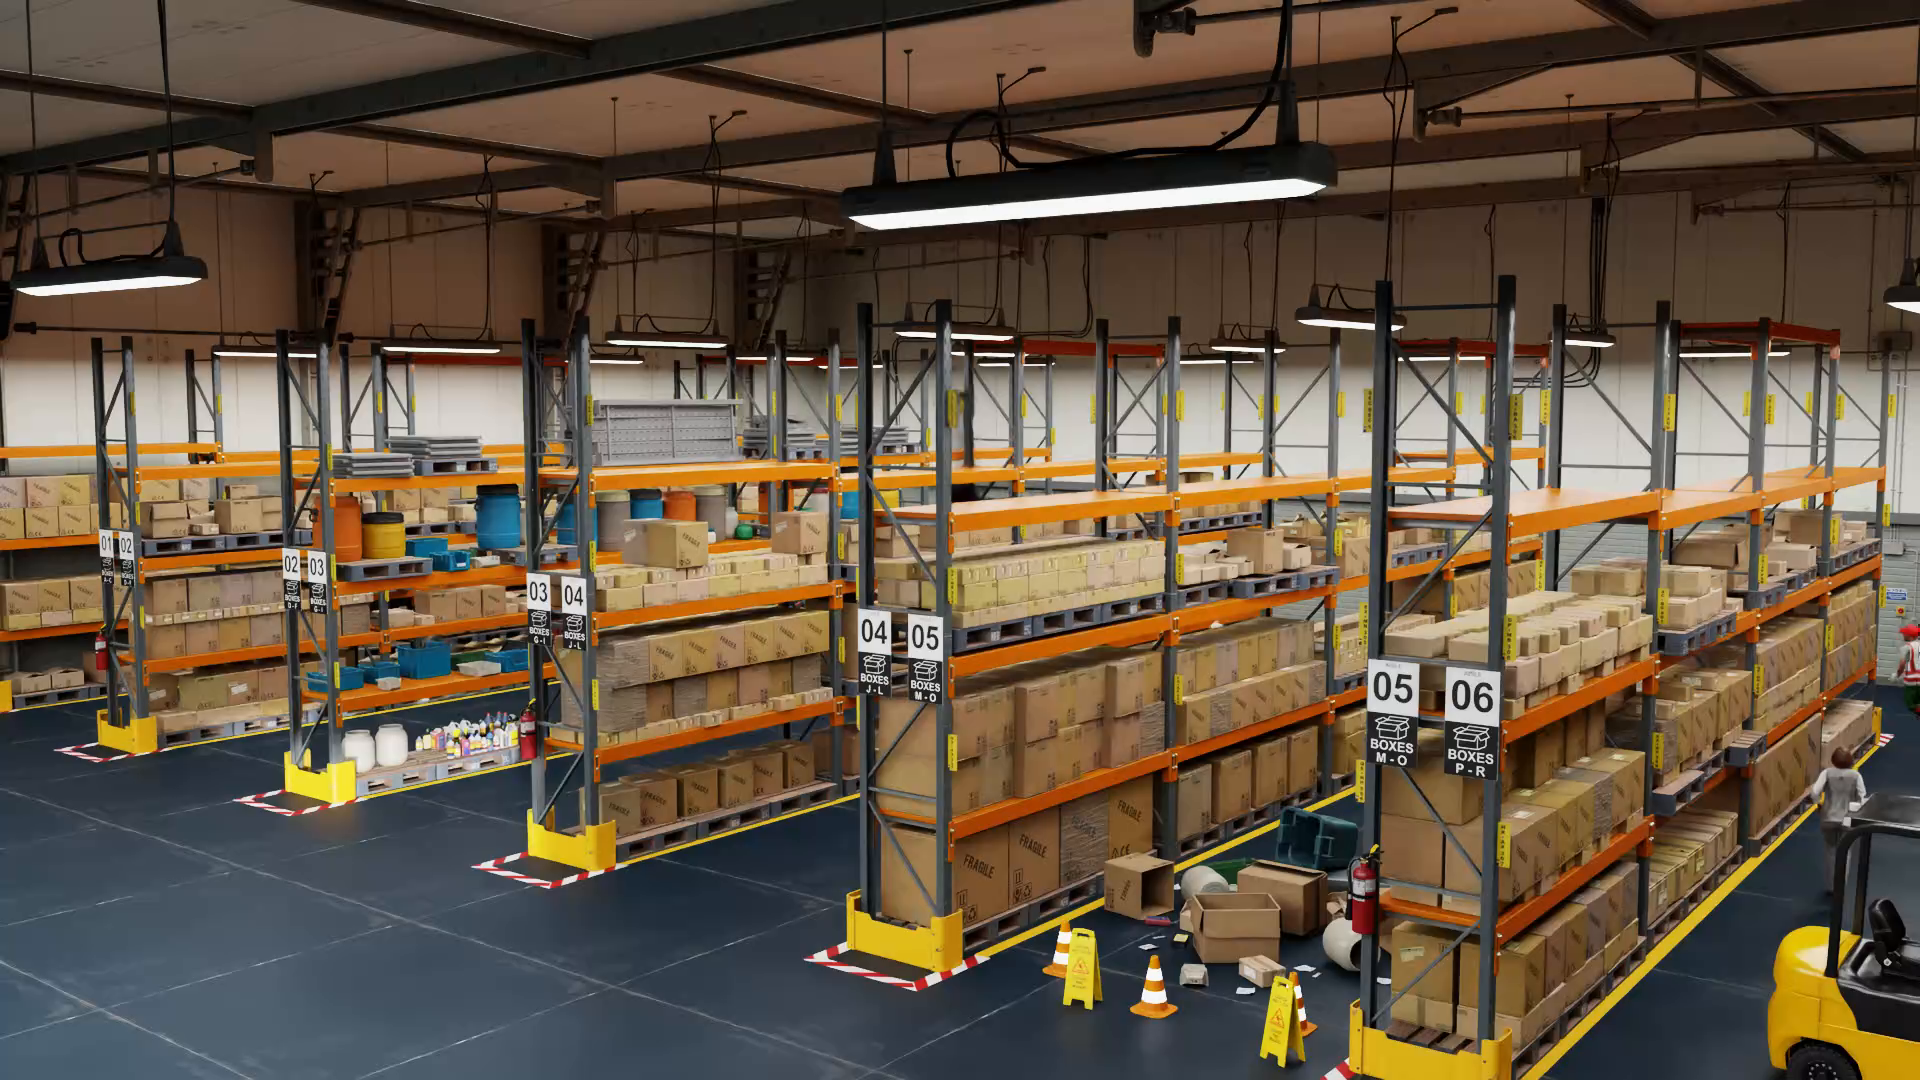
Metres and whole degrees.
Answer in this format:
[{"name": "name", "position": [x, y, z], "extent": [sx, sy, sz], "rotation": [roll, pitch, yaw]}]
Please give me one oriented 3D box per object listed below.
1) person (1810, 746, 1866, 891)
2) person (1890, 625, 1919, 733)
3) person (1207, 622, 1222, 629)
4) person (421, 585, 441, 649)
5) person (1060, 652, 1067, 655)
[{"name": "person", "position": [9.024, 2.908, 17.081], "extent": [0.537, 1.586, 0.744], "rotation": [3, 6, 28]}, {"name": "person", "position": [14.533, 2.141, 25.200], "extent": [0.732, 1.709, 0.622], "rotation": [-1, 5, -12]}, {"name": "person", "position": [3.914, 2.108, 25.271], "extent": [0.723, 1.743, 0.644], "rotation": [3, 6, 31]}, {"name": "person", "position": [-9.846, 1.609, 31.179], "extent": [0.674, 1.681, 0.782], "rotation": [3, 6, 30]}, {"name": "person", "position": [1.502, 2.348, 23.065], "extent": [0.629, 1.675, 0.677], "rotation": [3, 6, 29]}]
